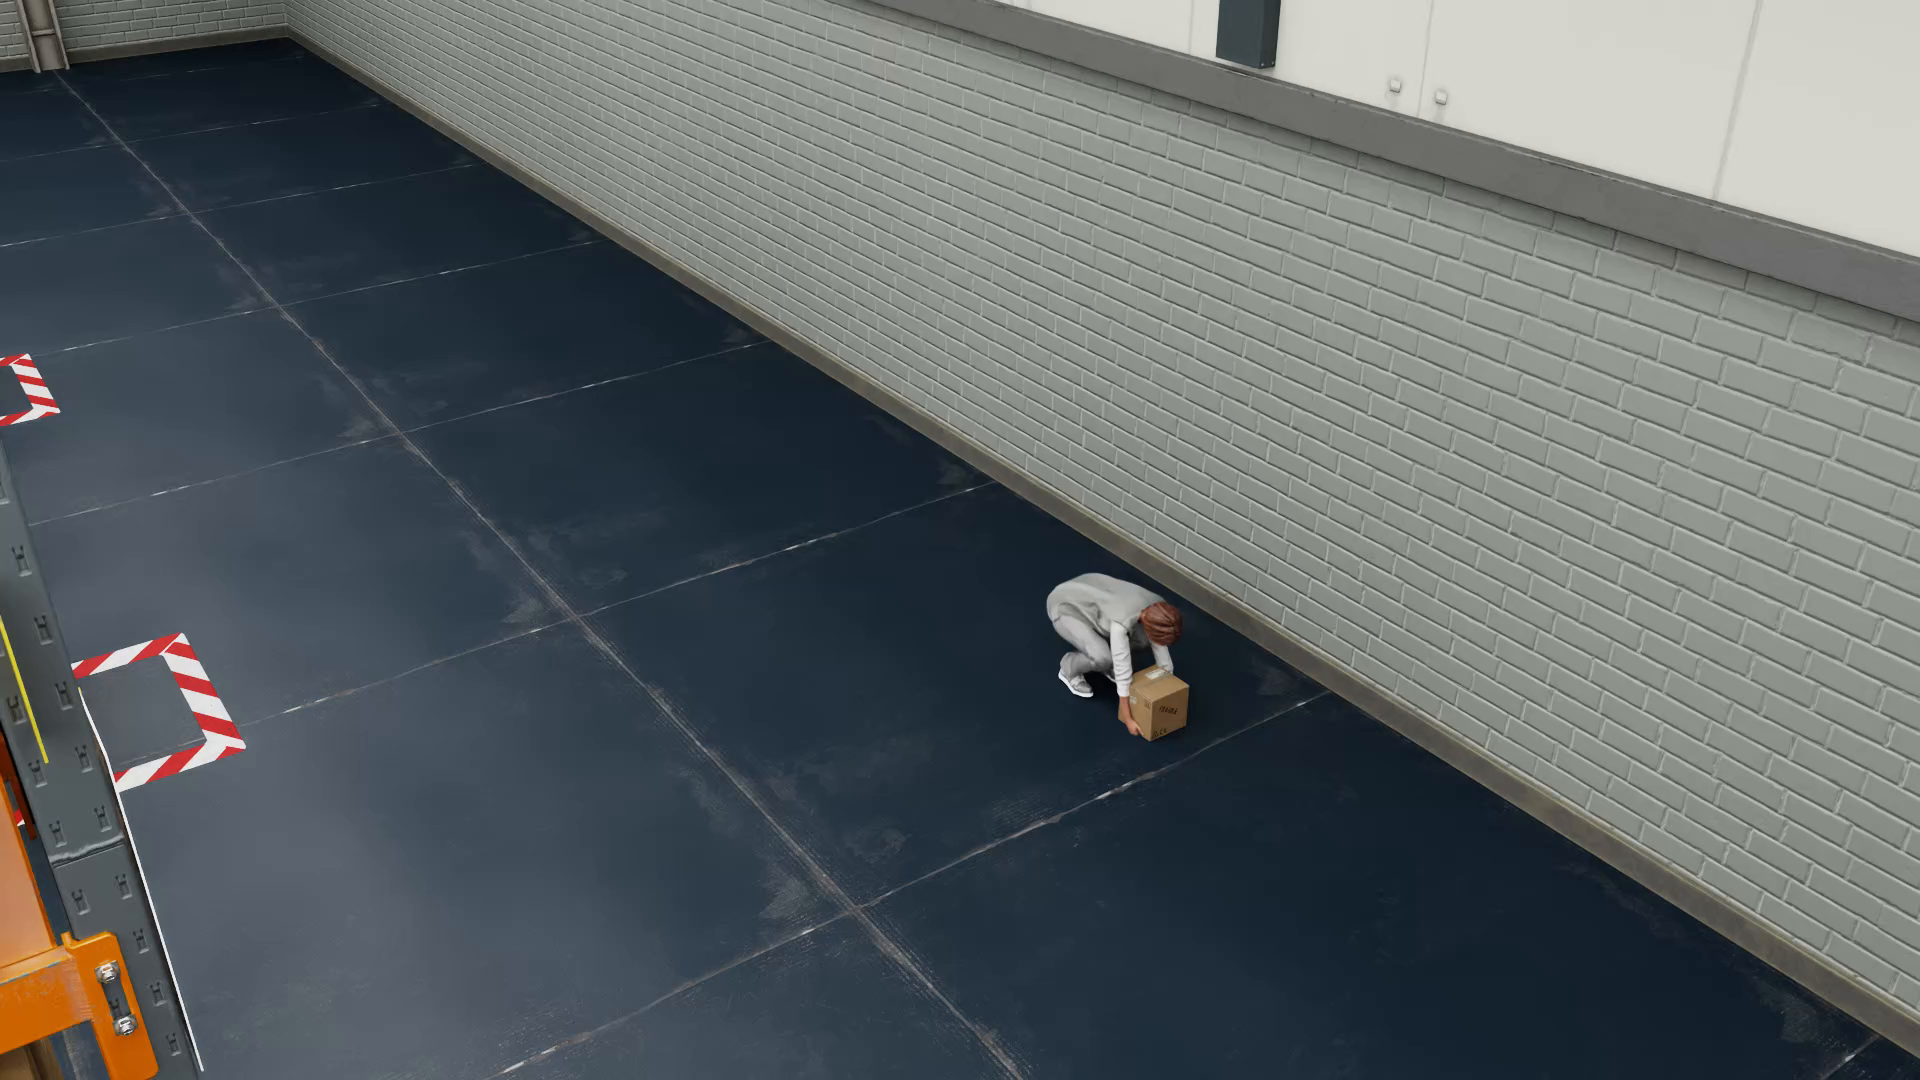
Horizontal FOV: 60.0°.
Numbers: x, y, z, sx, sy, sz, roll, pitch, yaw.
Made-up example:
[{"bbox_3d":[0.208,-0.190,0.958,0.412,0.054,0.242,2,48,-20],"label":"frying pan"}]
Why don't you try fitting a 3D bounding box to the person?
[{"bbox_3d":[0.804,0.539,8.662,0.423,0.705,0.851,-20,35,-31],"label":"person"}]
